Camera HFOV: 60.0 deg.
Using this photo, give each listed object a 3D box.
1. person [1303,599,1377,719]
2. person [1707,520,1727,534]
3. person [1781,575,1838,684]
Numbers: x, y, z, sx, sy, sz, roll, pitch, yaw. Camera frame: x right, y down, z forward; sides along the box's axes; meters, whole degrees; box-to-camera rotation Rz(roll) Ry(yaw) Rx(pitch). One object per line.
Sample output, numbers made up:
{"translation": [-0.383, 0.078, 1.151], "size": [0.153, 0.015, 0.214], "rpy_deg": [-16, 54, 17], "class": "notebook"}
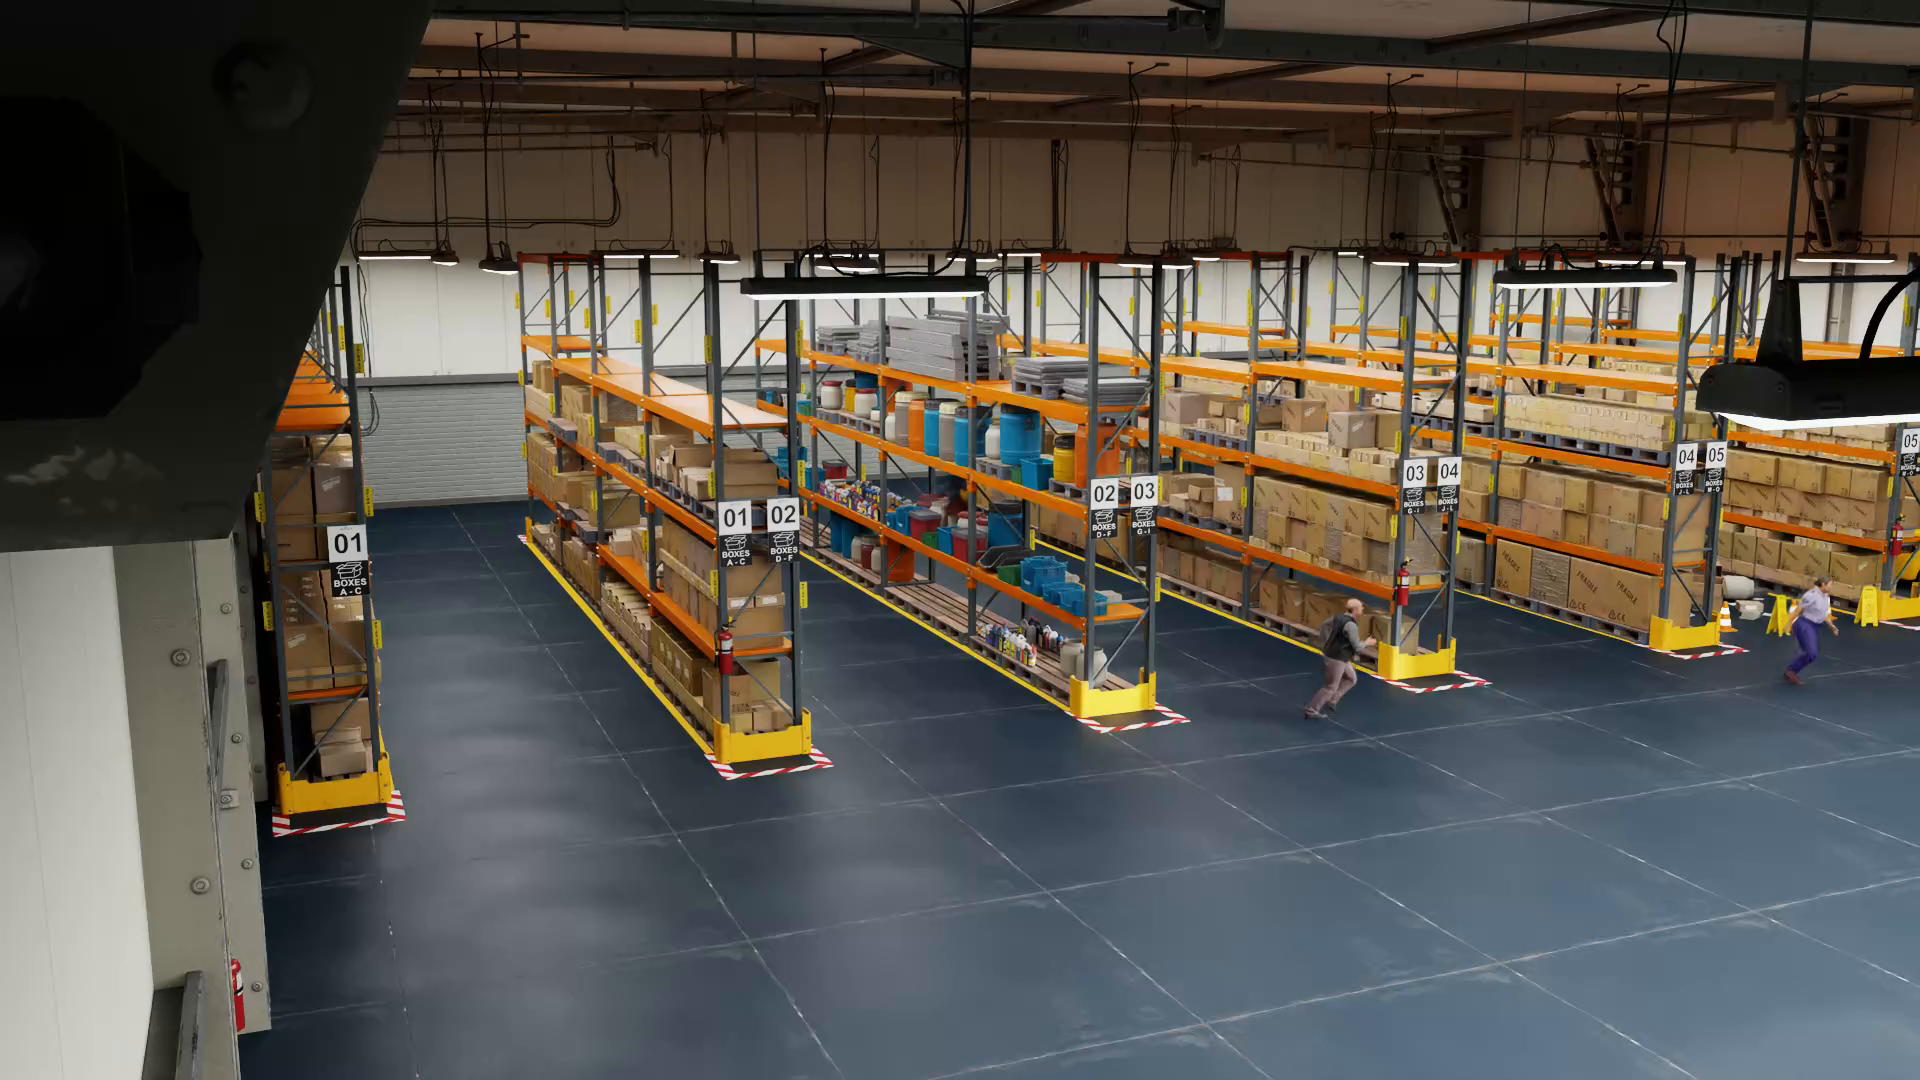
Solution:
{"translation": [5.014, 1.560, 21.920], "size": [0.930, 1.621, 0.643], "rpy_deg": [0, 10, 1], "class": "person"}
{"translation": [15.264, -0.532, 33.254], "size": [0.697, 1.713, 0.765], "rpy_deg": [-5, 11, -25], "class": "person"}
{"translation": [12.109, 1.282, 23.667], "size": [0.609, 1.621, 0.602], "rpy_deg": [10, 14, 44], "class": "person"}
